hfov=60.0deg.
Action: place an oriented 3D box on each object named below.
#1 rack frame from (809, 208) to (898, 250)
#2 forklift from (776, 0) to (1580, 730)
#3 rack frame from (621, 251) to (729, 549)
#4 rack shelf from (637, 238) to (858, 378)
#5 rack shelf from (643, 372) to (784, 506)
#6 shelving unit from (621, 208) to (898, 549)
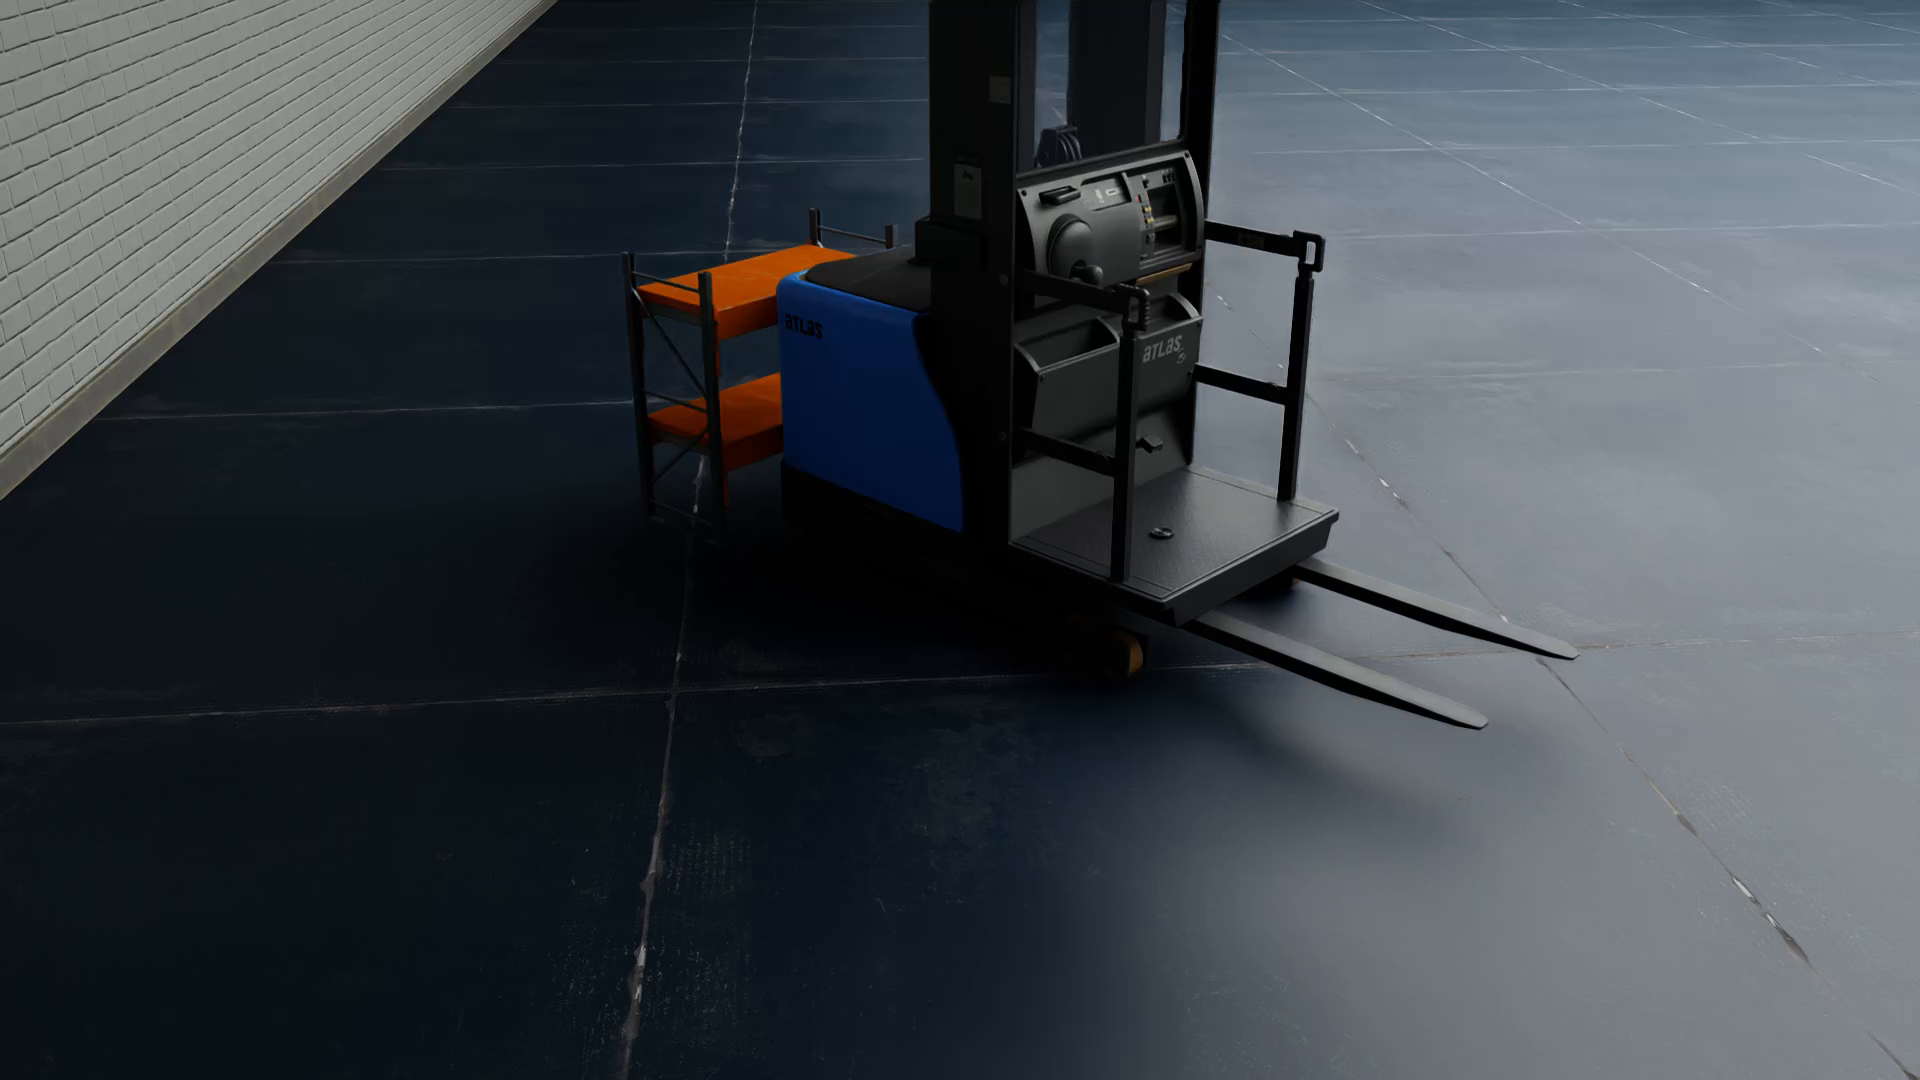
[{"bbox_3d":[-0.458,-0.859,7.297,0.500,1.125,0.032,20,31,37],"label":"rack frame"},{"bbox_3d":[0.687,-1.099,5.614,3.031,2.935,1.130,21,32,39],"label":"forklift"},{"bbox_3d":[-1.129,-0.549,6.599,0.500,1.125,0.032,20,31,37],"label":"rack frame"},{"bbox_3d":[-0.794,-0.971,6.829,0.538,0.278,1.000,20,31,37],"label":"rack shelf"},{"bbox_3d":[-0.793,-0.480,7.048,0.538,0.278,1.000,20,31,37],"label":"rack shelf"},{"bbox_3d":[-0.793,-0.704,6.948,0.538,1.125,1.048,20,31,37],"label":"shelving unit"}]
